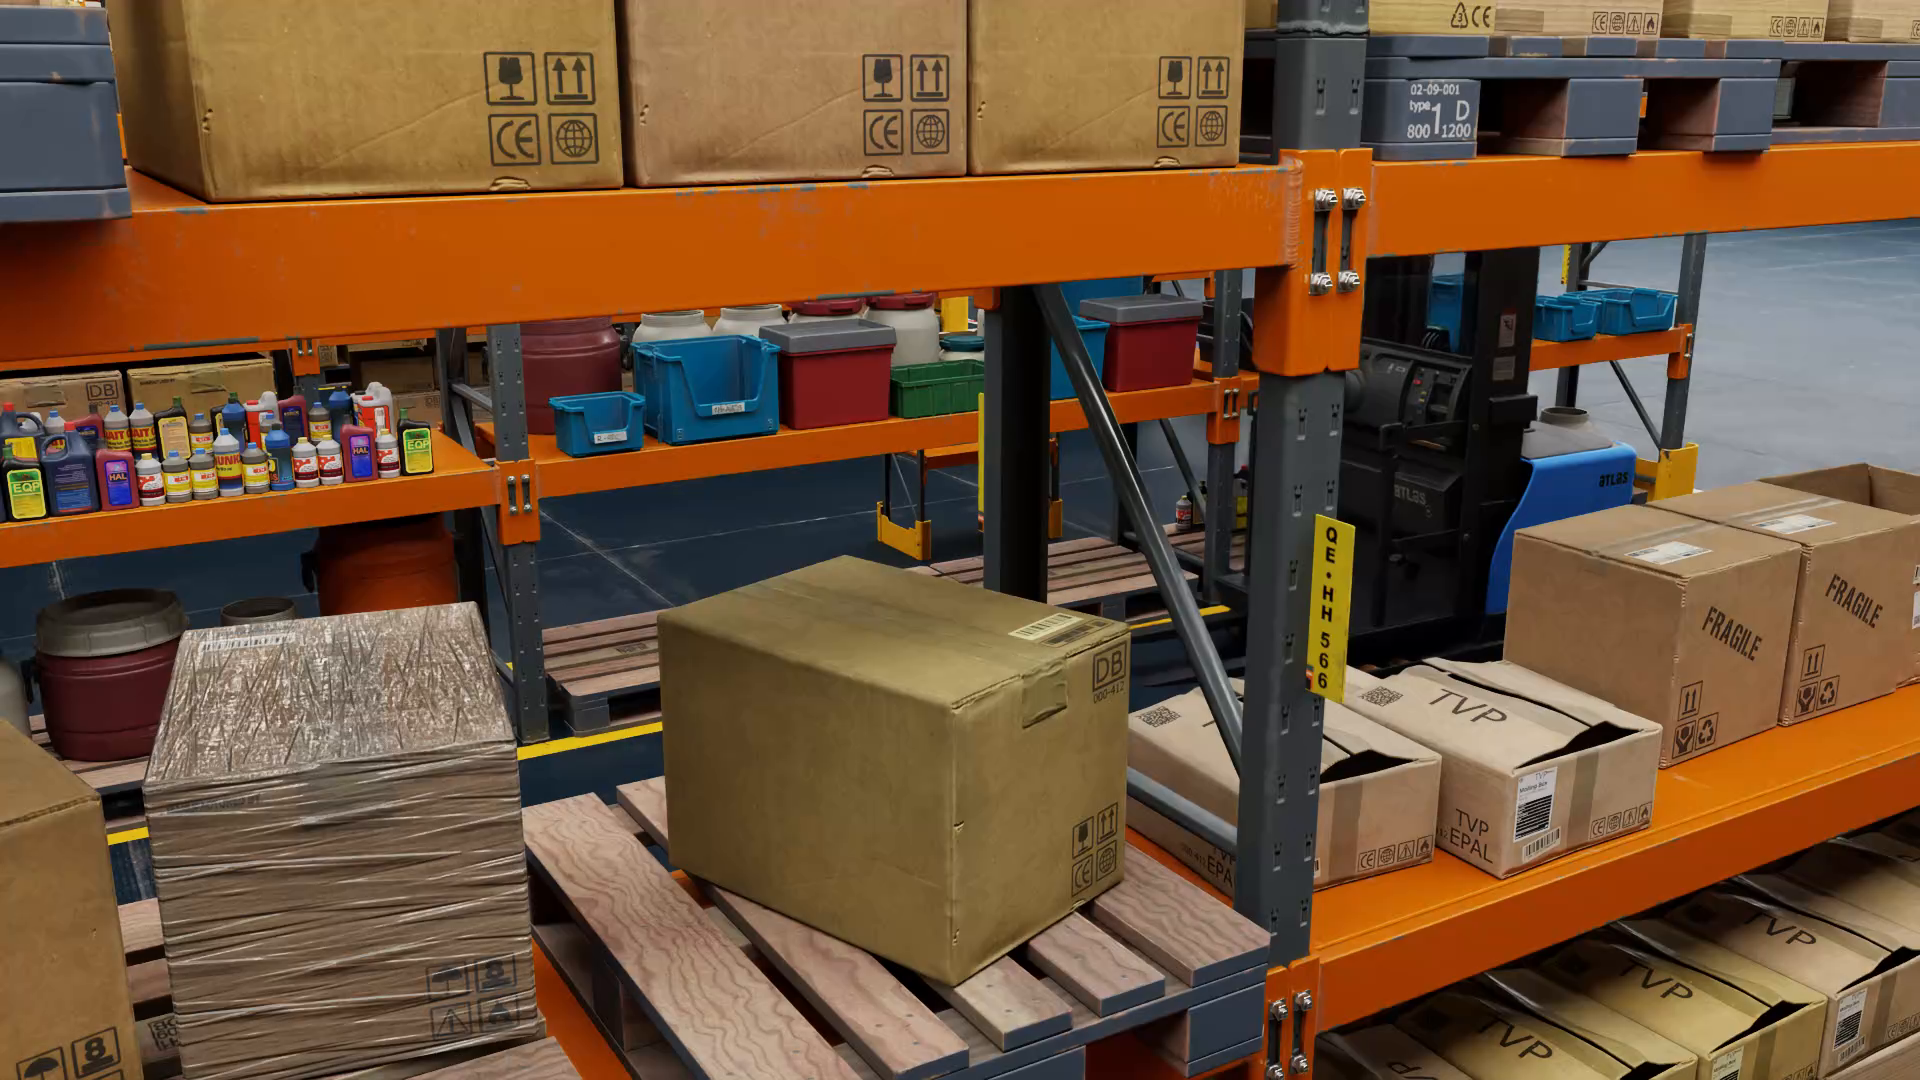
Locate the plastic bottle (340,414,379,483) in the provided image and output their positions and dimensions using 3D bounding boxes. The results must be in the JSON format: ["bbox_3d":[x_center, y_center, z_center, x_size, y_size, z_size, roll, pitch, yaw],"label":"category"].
[{"bbox_3d":[-2.513,-0.387,6.948,0.133,0.283,0.061,-9,18,-30],"label":"plastic bottle"}]

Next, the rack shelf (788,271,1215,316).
[{"bbox_3d":[0.404,-2.263,14.760,4.000,0.370,1.077,-9,18,-30],"label":"rack shelf"}]

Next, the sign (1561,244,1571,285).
[{"bbox_3d":[4.389,-2.003,11.985,0.005,0.325,0.100,-9,18,-30],"label":"sign"}]

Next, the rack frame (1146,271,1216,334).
[{"bbox_3d":[2.118,-2.888,15.654,0.127,3.000,1.000,-9,18,-30],"label":"rack frame"}]

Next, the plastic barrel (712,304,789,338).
[{"bbox_3d":[-1.056,-0.935,8.479,0.421,0.512,0.421,0,16,0],"label":"plastic barrel"}]

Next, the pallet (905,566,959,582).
[{"bbox_3d":[-0.460,0.446,8.929,1.213,0.211,1.003,-9,18,-30],"label":"pallet"}]

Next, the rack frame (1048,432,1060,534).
[{"bbox_3d":[0.509,-0.805,11.002,0.032,1.500,0.500,-9,18,-30],"label":"rack frame"}]

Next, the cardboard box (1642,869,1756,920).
[{"bbox_3d":[1.988,1.026,4.968,0.500,0.311,0.500,-9,18,-28],"label":"cardboard box"}]

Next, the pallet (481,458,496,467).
[{"bbox_3d":[-4.069,-0.541,12.450,1.213,0.211,1.003,-9,18,-30],"label":"pallet"}]

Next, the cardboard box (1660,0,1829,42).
[{"bbox_3d":[1.655,-1.288,3.888,0.500,0.250,0.500,-10,18,-31],"label":"cardboard box"}]

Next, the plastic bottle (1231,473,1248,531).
[{"bbox_3d":[1.718,-0.245,10.319,0.185,0.351,0.144,-9,18,-30],"label":"plastic bottle"}]

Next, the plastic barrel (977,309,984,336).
[{"bbox_3d":[0.307,-1.169,9.271,0.433,0.535,0.433,0,16,0],"label":"plastic barrel"}]

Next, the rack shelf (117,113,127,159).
[{"bbox_3d":[-3.903,-1.450,6.300,4.000,0.370,1.077,-9,18,-30],"label":"rack shelf"}]

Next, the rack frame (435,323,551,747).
[{"bbox_3d":[-2.189,-0.630,7.599,0.127,3.000,1.000,-9,18,-30],"label":"rack frame"}]

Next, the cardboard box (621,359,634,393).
[{"bbox_3d":[-2.746,-1.120,13.163,0.500,0.500,0.700,-11,19,-34],"label":"cardboard box"}]

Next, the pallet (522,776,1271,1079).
[{"bbox_3d":[-0.186,0.720,3.141,1.003,0.211,1.213,-9,18,-30],"label":"pallet"}]

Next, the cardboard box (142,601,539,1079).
[{"bbox_3d":[-1.005,0.463,2.737,0.500,0.500,0.700,-6,17,-19],"label":"cardboard box"}]

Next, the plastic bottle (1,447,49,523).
[{"bbox_3d":[-3.568,-0.216,6.338,0.133,0.283,0.061,-9,18,-30],"label":"plastic bottle"}]

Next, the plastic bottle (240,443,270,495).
[{"bbox_3d":[-2.872,-0.295,6.772,0.097,0.201,0.097,0,16,0],"label":"plastic bottle"}]

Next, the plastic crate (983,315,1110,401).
[{"bbox_3d":[0.455,-0.953,8.781,0.575,0.384,0.392,-9,18,-30],"label":"plastic crate"}]

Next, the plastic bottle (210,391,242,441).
[{"bbox_3d":[-3.261,-0.516,7.409,0.133,0.283,0.061,-9,18,-30],"label":"plastic bottle"}]

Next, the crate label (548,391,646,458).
[{"bbox_3d":[-1.634,-0.521,7.521,0.416,0.233,0.303,-9,18,-30],"label":"crate label"}]

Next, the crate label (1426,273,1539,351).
[{"bbox_3d":[3.231,-1.440,10.425,0.616,0.435,0.502,-9,18,-30],"label":"crate label"}]

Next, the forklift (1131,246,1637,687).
[{"bbox_3d":[2.023,-0.797,8.324,3.031,2.935,1.130,-8,18,-27],"label":"forklift"}]

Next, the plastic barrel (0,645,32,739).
[{"bbox_3d":[-4.005,0.694,6.708,0.421,0.512,0.421,0,16,0],"label":"plastic barrel"}]

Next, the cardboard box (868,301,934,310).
[{"bbox_3d":[-0.897,-3.119,19.637,0.875,0.875,0.875,-9,18,-29],"label":"cardboard box"}]

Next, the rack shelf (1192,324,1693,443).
[{"bbox_3d":[2.955,-1.117,10.672,4.000,0.370,1.077,-9,18,-30],"label":"rack shelf"}]

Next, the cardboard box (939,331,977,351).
[{"bbox_3d":[0.032,-1.563,14.780,0.500,0.500,0.500,-11,19,-35],"label":"cardboard box"}]

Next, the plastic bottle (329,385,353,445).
[{"bbox_3d":[-2.839,-0.573,7.634,0.097,0.271,0.097,0,16,0],"label":"plastic bottle"}]

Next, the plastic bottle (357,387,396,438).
[{"bbox_3d":[-2.648,-0.549,7.542,0.135,0.276,0.152,-9,18,-30],"label":"plastic bottle"}]

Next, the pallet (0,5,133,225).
[{"bbox_3d":[-1.587,-0.500,1.928,1.003,0.211,1.213,-9,18,-30],"label":"pallet"}]

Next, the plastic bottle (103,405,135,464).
[{"bbox_3d":[-3.632,-0.444,7.175,0.097,0.271,0.097,0,16,0],"label":"plastic bottle"}]

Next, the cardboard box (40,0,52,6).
[{"bbox_3d":[-5.920,-3.229,10.349,0.500,0.500,0.500,-8,18,-27],"label":"cardboard box"}]

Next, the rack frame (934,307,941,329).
[{"bbox_3d":[-0.350,-4.049,19.798,0.127,3.000,1.000,-9,18,-30],"label":"rack frame"}]

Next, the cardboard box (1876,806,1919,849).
[{"bbox_3d":[3.146,1.009,5.031,0.500,0.311,0.500,-9,18,-28],"label":"cardboard box"}]

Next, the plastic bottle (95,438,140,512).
[{"bbox_3d":[-3.295,-0.260,6.495,0.133,0.283,0.061,-9,18,-30],"label":"plastic bottle"}]

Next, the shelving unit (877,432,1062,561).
[{"bbox_3d":[0.065,-0.733,10.745,1.083,1.500,0.587,-9,18,-30],"label":"shelving unit"}]

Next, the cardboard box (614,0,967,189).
[{"bbox_3d":[-0.435,-0.836,2.593,0.500,0.500,0.910,-9,18,-30],"label":"cardboard box"}]

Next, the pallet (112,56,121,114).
[{"bbox_3d":[-2.895,-1.899,6.921,1.213,0.211,1.003,-9,18,-30],"label":"pallet"}]

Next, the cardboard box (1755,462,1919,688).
[{"bbox_3d":[2.670,0.089,4.850,0.500,0.500,0.500,-8,17,-26],"label":"cardboard box"}]

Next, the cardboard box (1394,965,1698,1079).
[{"bbox_3d":[1.405,1.289,4.032,0.500,0.311,0.500,-10,18,-31],"label":"cardboard box"}]

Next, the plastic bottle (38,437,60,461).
[{"bbox_3d":[-3.528,-0.267,6.523,0.133,0.283,0.061,-9,18,-30],"label":"plastic bottle"}]

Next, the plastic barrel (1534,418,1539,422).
[{"bbox_3d":[3.714,-0.567,11.207,0.421,0.512,0.421,0,16,0],"label":"plastic barrel"}]

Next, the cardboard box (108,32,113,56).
[{"bbox_3d":[-7.566,-4.292,14.920,0.500,0.500,0.500,-9,18,-30],"label":"cardboard box"}]

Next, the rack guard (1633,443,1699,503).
[{"bbox_3d":[4.628,-0.517,11.827,0.348,0.500,1.175,-9,18,-30],"label":"rack guard"}]

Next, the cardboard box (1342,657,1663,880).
[{"bbox_3d":[1.226,0.480,3.805,0.500,0.311,0.500,-9,18,-30],"label":"cardboard box"}]
